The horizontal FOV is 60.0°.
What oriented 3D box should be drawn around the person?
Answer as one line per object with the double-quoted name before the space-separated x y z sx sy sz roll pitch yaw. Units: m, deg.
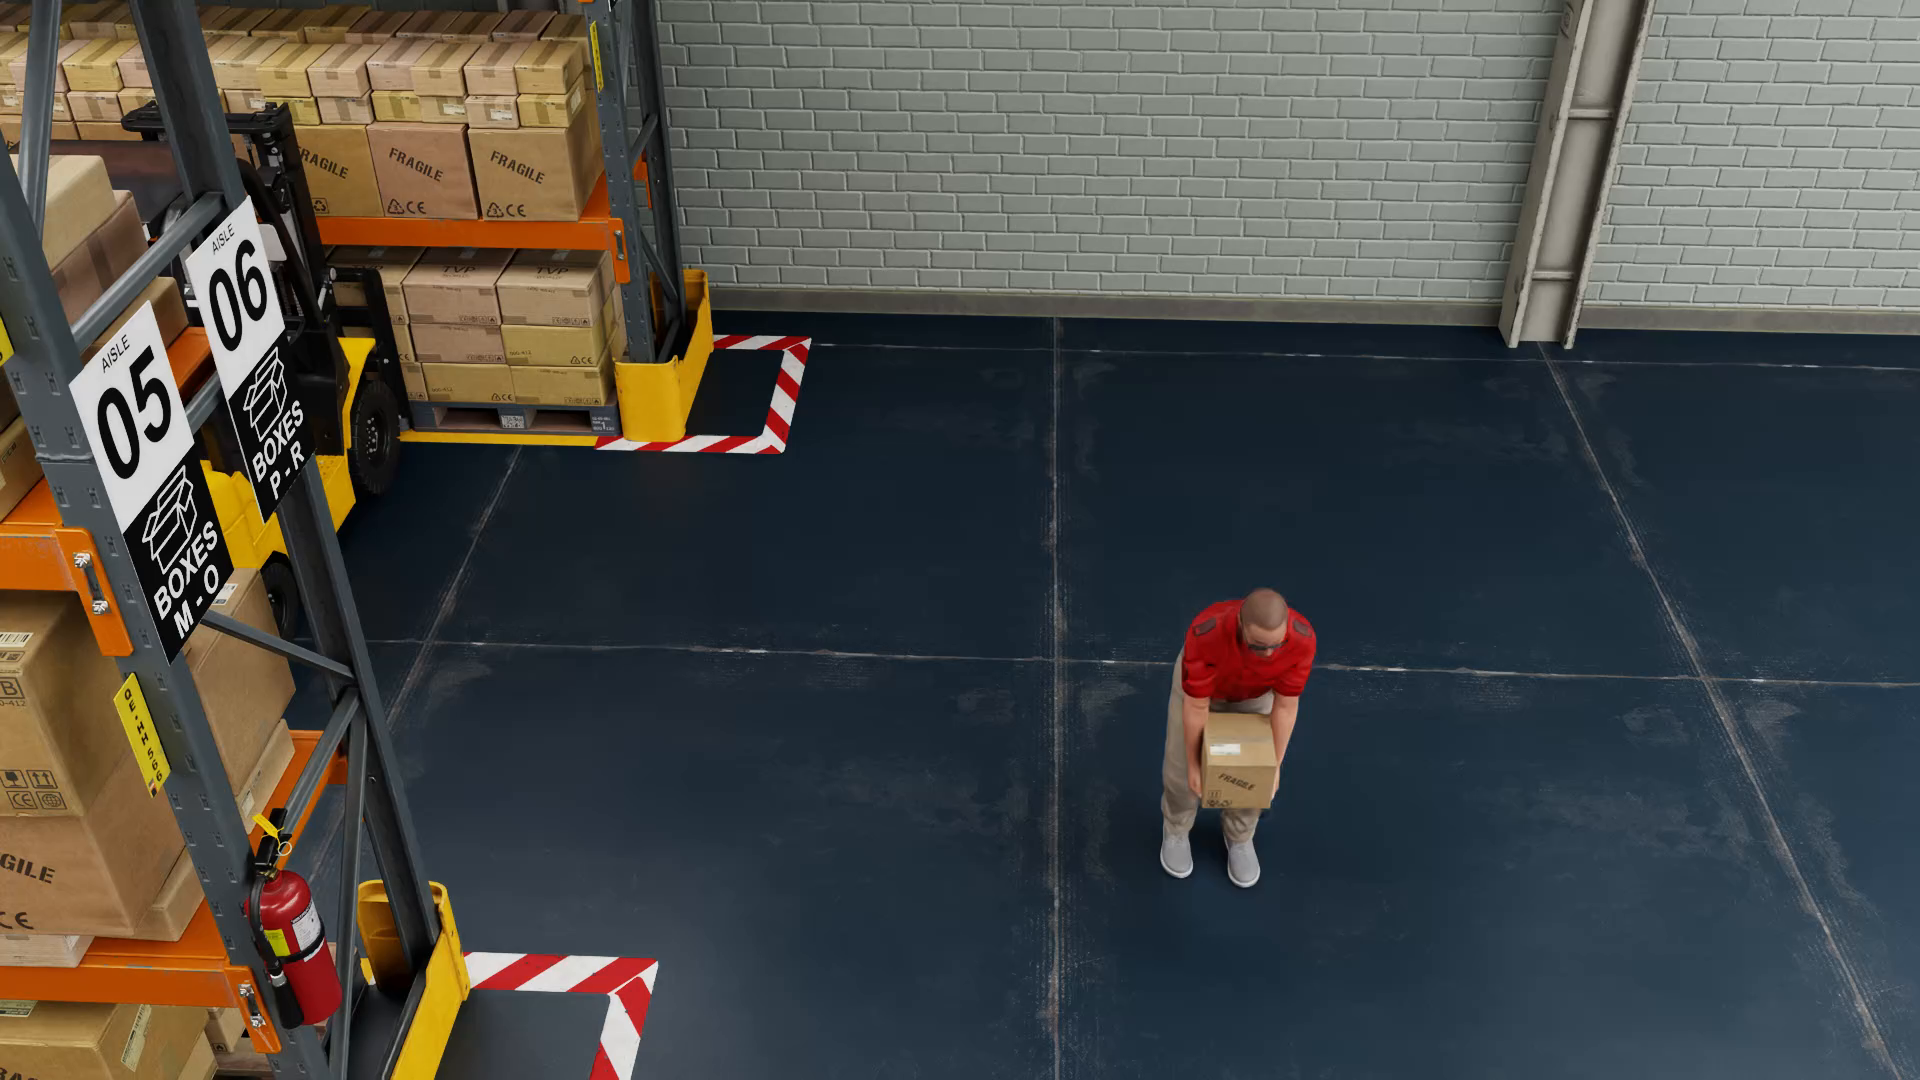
"person" 1.037 0.693 6.282 0.475 1.592 0.679 1 35 1
